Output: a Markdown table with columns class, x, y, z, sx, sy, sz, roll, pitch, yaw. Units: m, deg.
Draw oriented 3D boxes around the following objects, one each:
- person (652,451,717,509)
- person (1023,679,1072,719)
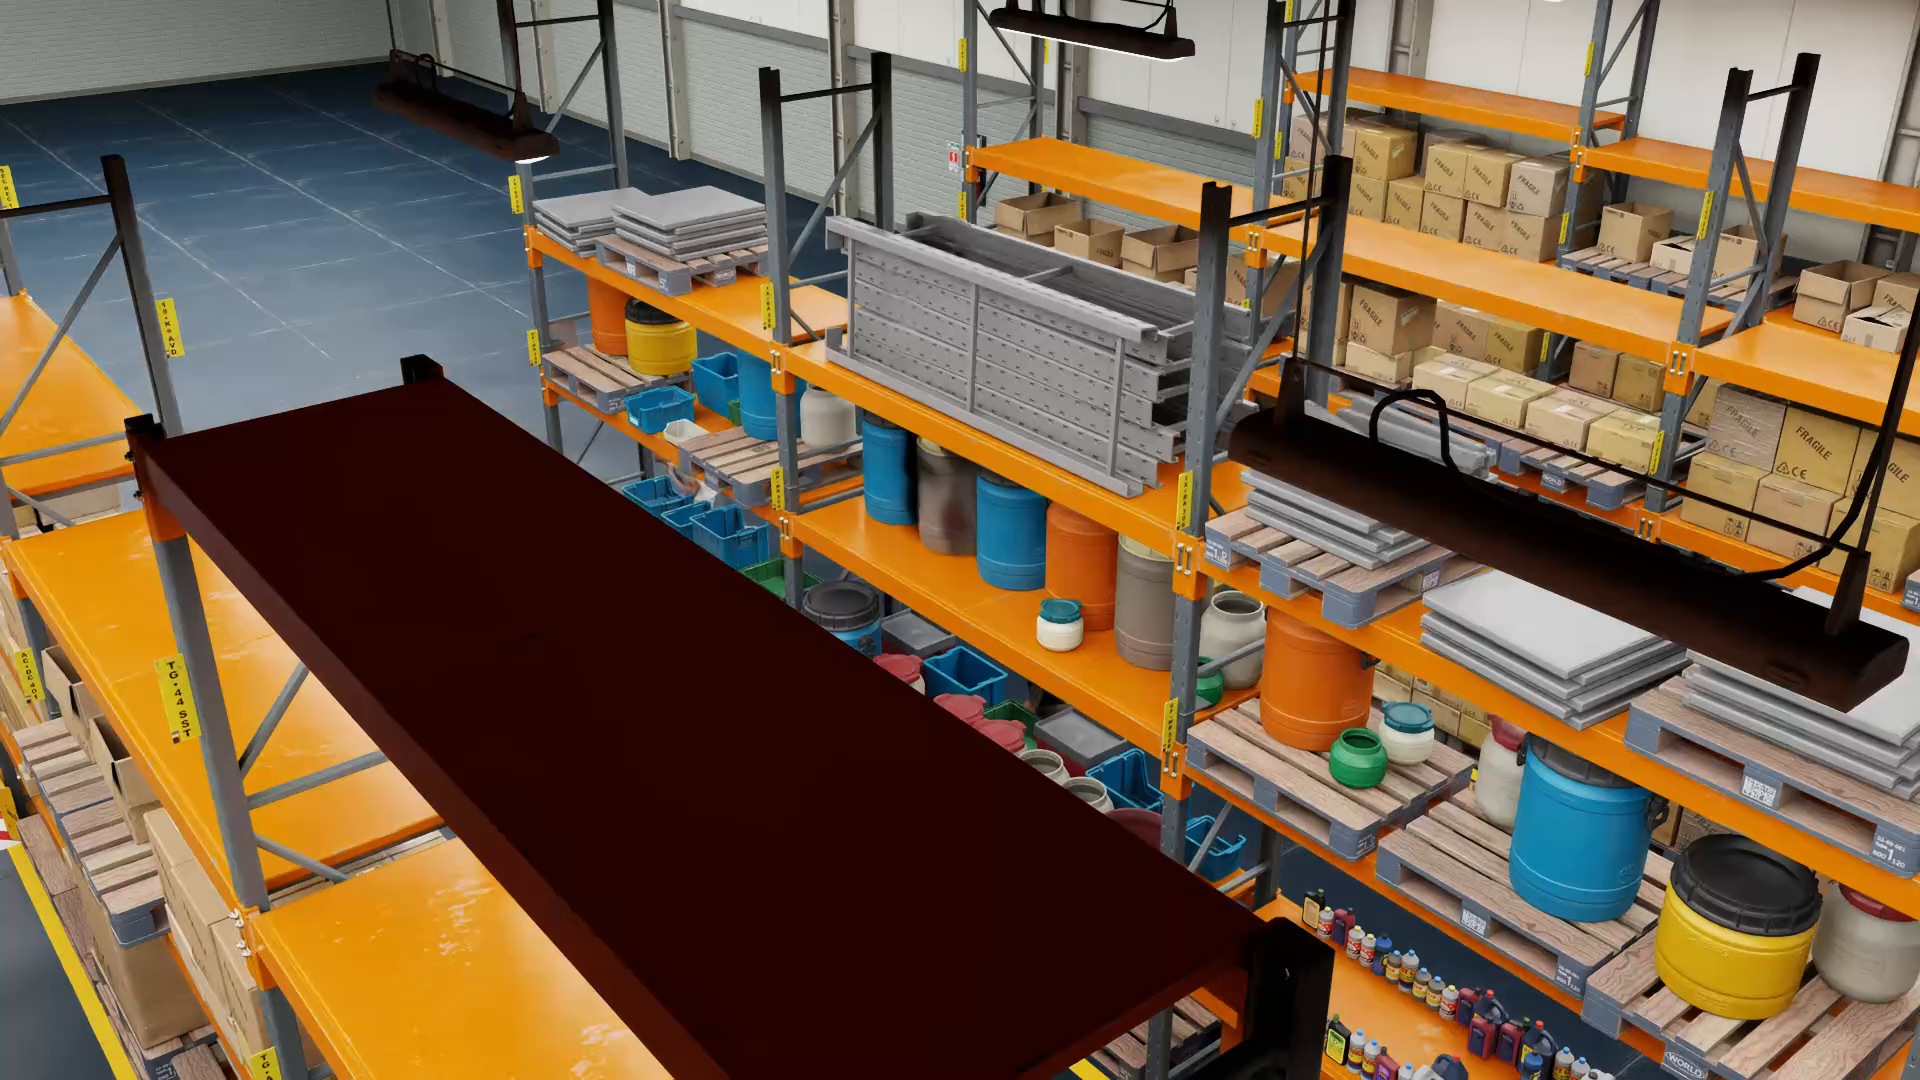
| class | x | y | z | sx | sy | sz | roll | pitch | yaw |
| --- | --- | --- | --- | --- | --- | --- | --- | --- | --- |
| person | -2.741 | -0.414 | 17.343 | 1.026 | 1.571 | 0.672 | -9 | 27 | -18 |
| person | 0.828 | 1.324 | 13.662 | 0.738 | 1.654 | 0.630 | 15 | 30 | 29 |
